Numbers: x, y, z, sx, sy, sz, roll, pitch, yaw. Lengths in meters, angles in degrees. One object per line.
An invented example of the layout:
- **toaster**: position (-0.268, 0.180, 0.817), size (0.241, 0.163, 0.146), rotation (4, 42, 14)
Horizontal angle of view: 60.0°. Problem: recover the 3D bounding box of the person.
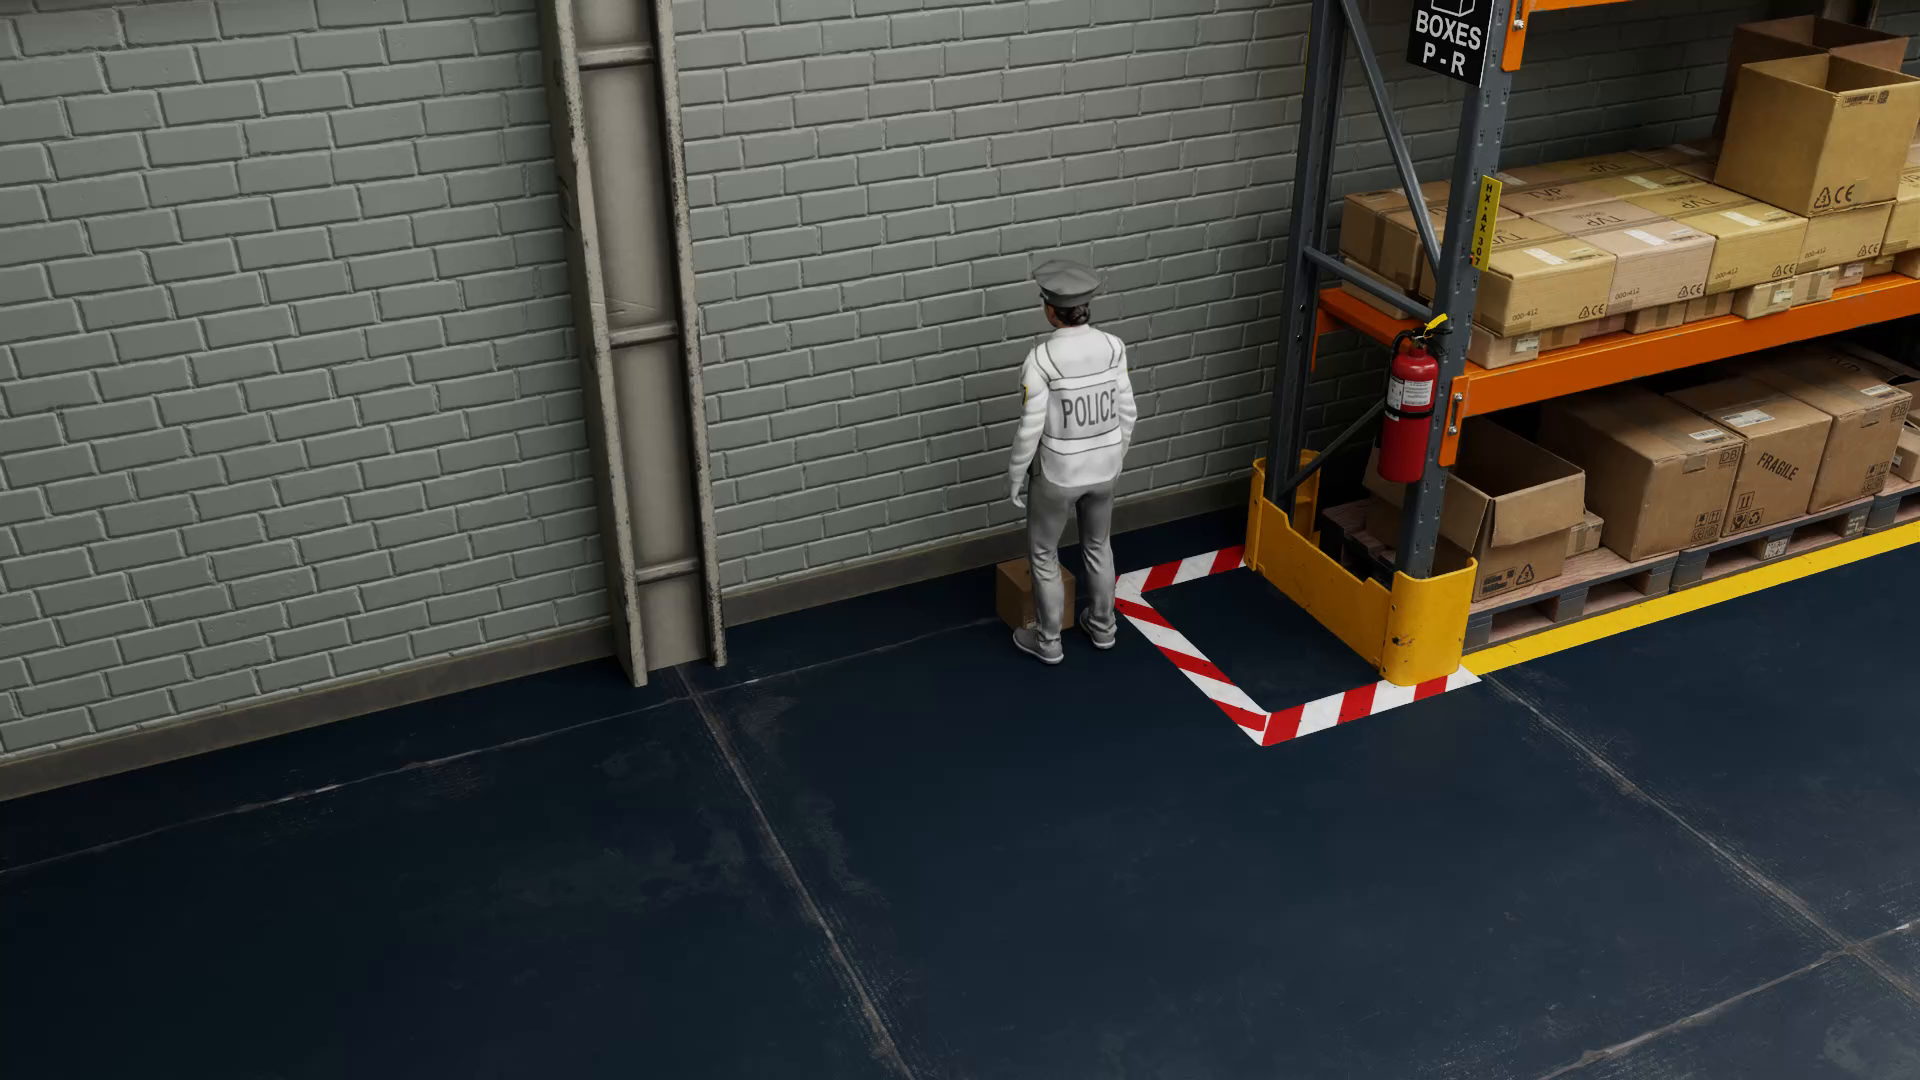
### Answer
- **person**: position (0.438, -0.272, 6.603), size (0.529, 1.664, 0.371), rotation (-13, 32, -22)
